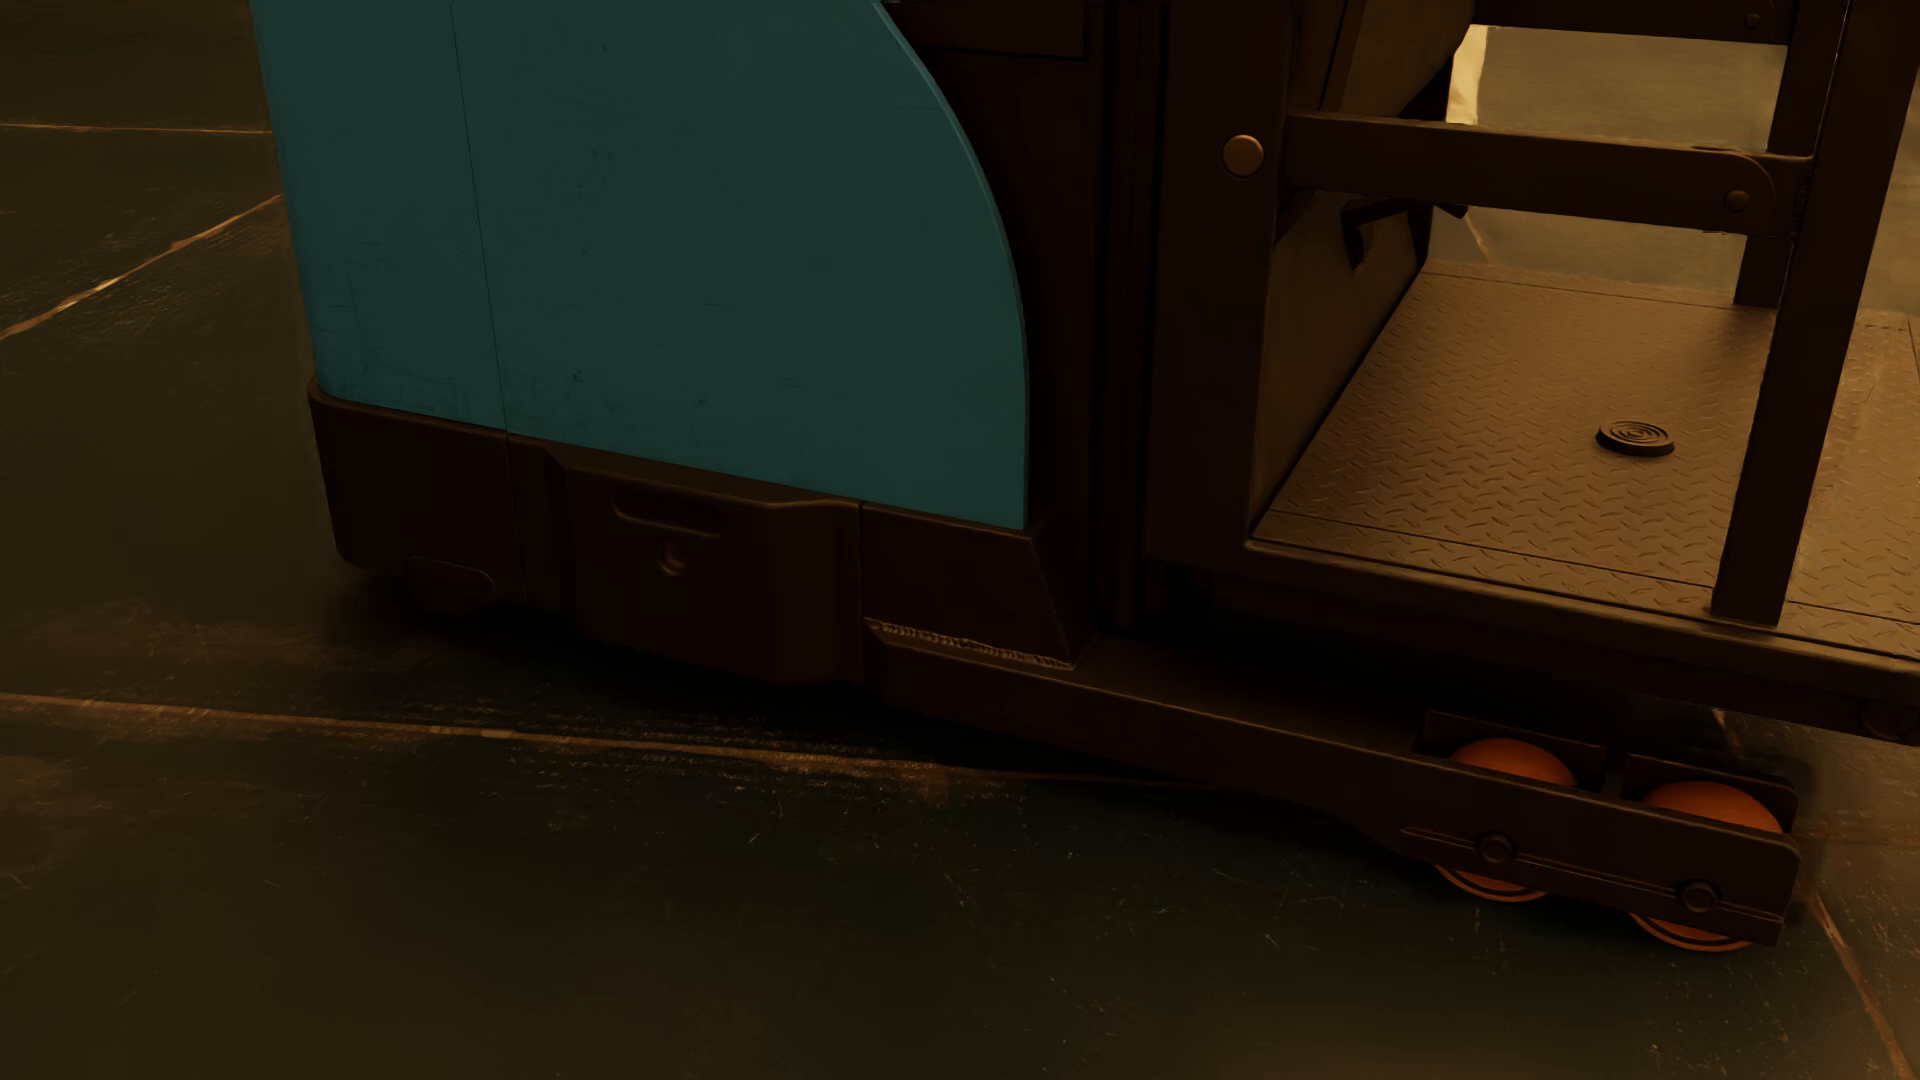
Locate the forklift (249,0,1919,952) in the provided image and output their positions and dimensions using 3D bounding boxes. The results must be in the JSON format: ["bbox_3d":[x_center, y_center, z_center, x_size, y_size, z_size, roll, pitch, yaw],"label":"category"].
[{"bbox_3d":[0.689,-1.169,1.560,3.031,2.935,1.130,11,29,21],"label":"forklift"}]

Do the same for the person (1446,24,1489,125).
[{"bbox_3d":[1.305,-1.876,4.394,0.591,1.727,1.009,0,27,1],"label":"person"}]
